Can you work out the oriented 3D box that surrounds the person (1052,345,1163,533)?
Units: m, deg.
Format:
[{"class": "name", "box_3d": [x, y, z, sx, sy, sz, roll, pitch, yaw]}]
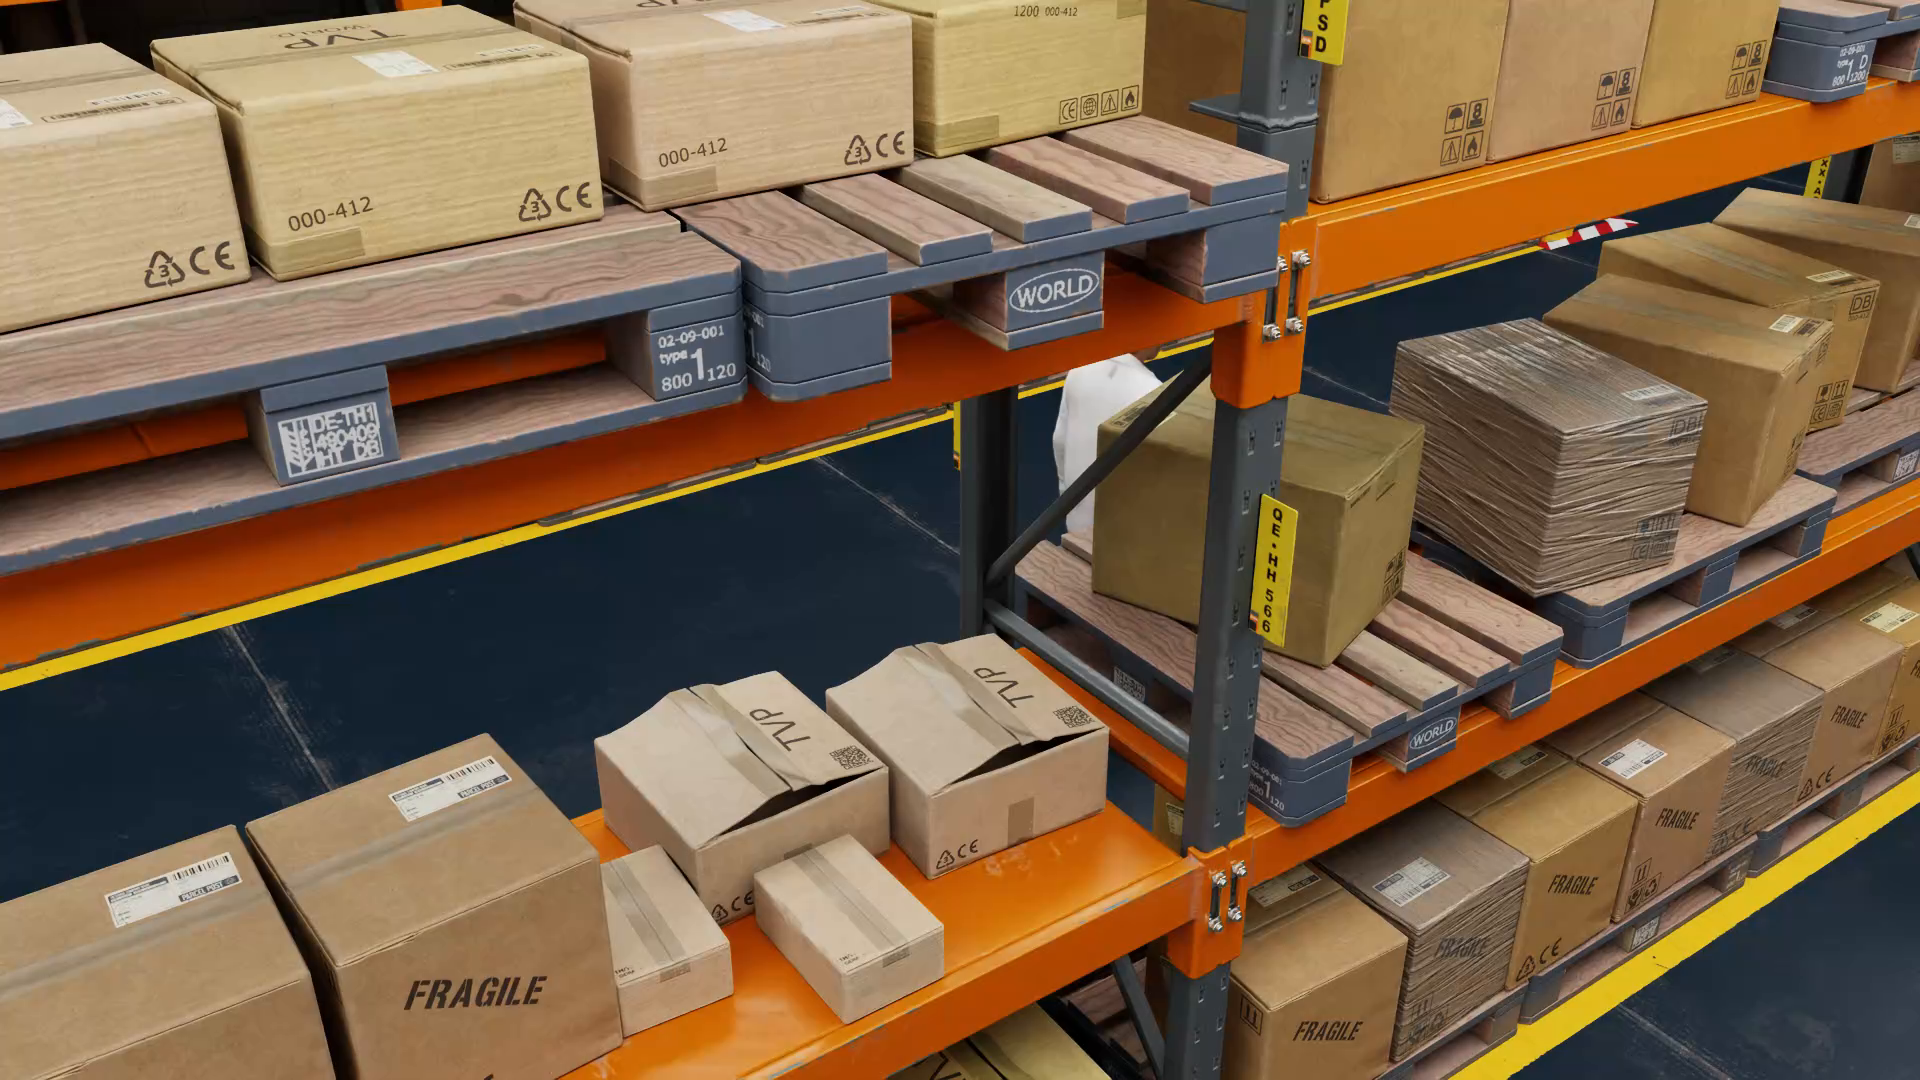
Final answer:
[{"class": "person", "box_3d": [0.613, -0.062, 6.257, 0.429, 1.772, 0.645, -21, 34, -33]}]
